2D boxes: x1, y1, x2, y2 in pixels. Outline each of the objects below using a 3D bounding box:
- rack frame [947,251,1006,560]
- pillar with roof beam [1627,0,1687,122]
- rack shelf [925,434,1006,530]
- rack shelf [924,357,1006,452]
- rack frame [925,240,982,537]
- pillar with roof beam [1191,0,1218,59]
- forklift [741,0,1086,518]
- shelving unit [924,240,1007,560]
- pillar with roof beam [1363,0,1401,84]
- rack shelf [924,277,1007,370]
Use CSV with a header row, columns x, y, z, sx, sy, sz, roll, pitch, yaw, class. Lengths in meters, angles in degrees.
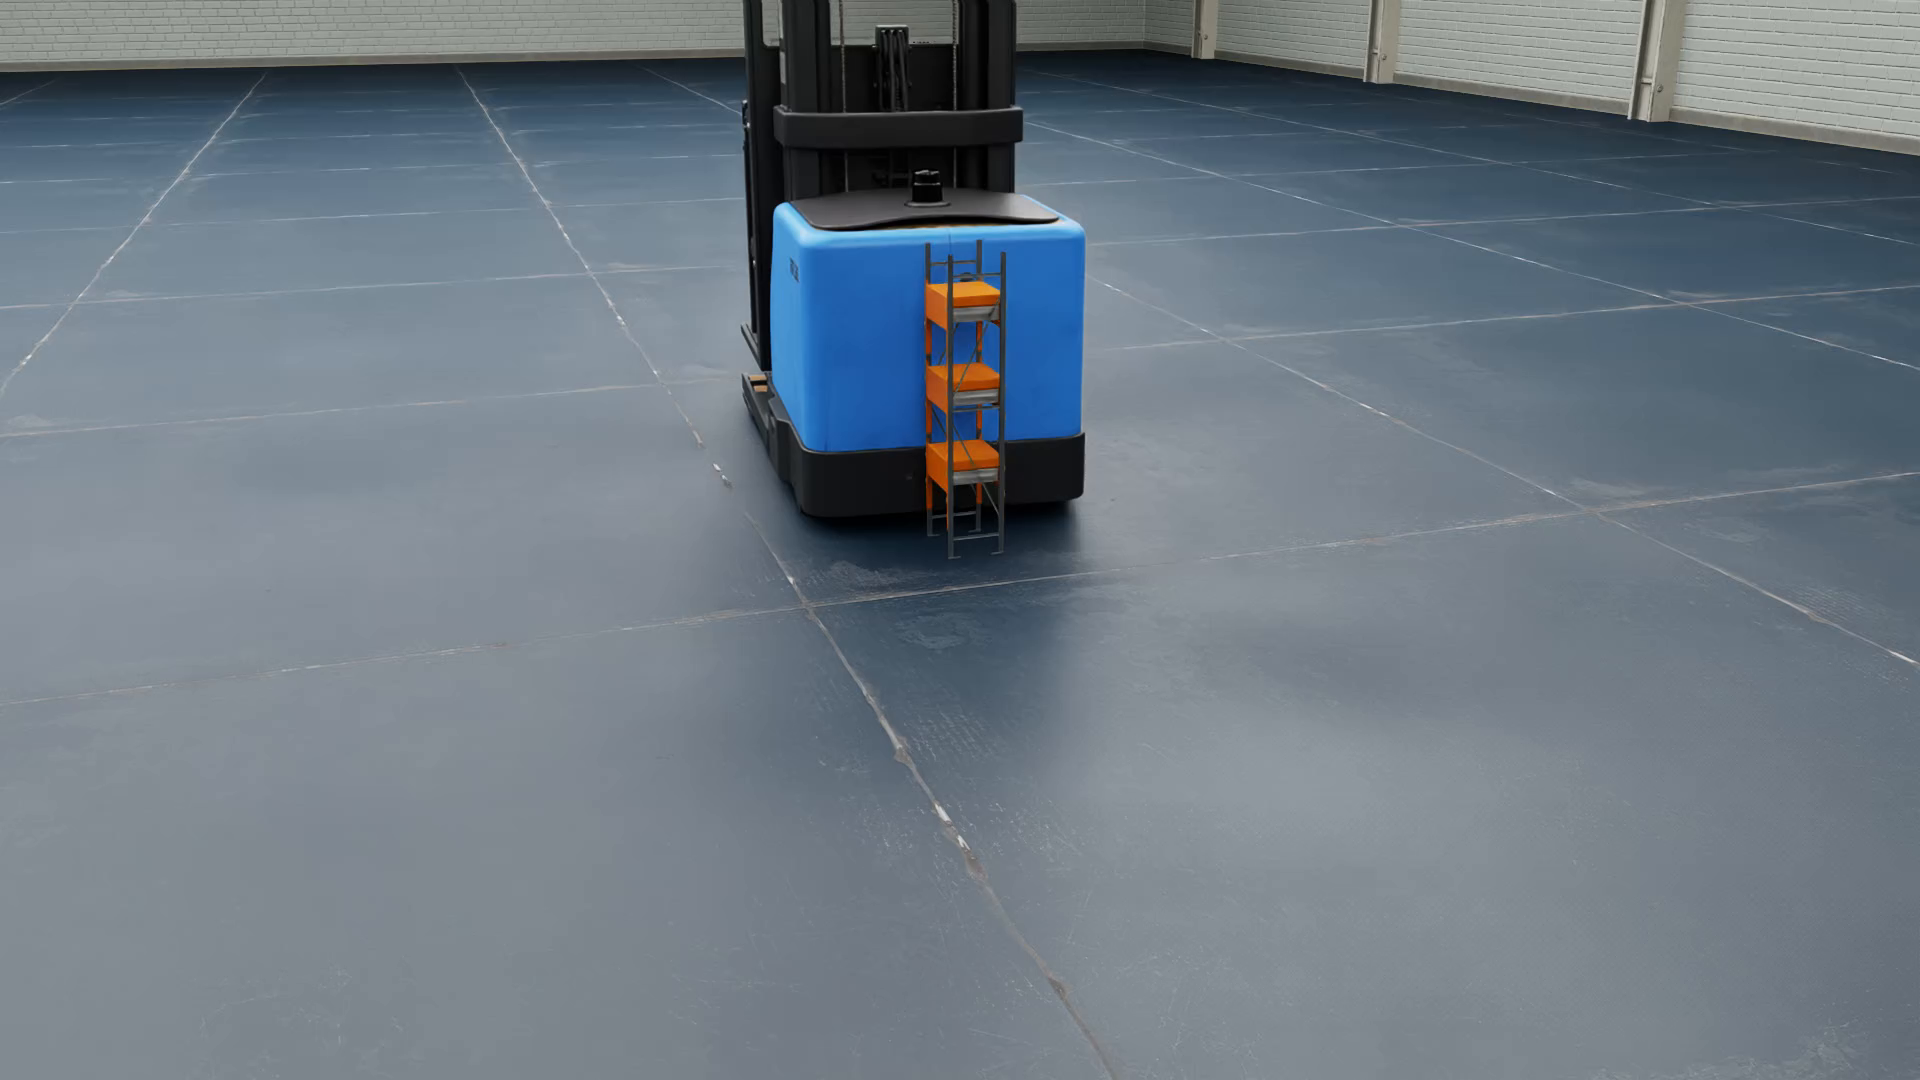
x,y,z,sx,sy,sz,roll,pitch,yaw,class
0.055,-0.438,5.582,0.200,1.050,0.008,-6,21,-17,rack frame
4.173,-8.815,17.148,9.100,9.000,0.400,-6,21,-17,pillar with roof beam
0.017,-0.205,5.789,0.215,0.259,0.240,-6,21,-17,rack shelf
0.017,-0.467,5.695,0.215,0.259,0.240,-6,21,-17,rack shelf
-0.022,-0.516,5.800,0.200,1.050,0.008,-6,21,-17,rack frame
0.402,-12.666,27.869,9.100,9.000,0.400,-6,21,-17,pillar with roof beam
-0.370,-1.922,6.932,1.130,2.935,3.031,-4,20,-12,forklift
0.017,-0.477,5.691,0.215,1.050,0.252,-6,21,-17,shelving unit
2.287,-10.741,22.508,9.100,9.000,0.400,-6,21,-17,pillar with roof beam
0.017,-0.734,5.599,0.215,0.259,0.240,-6,21,-17,rack shelf
